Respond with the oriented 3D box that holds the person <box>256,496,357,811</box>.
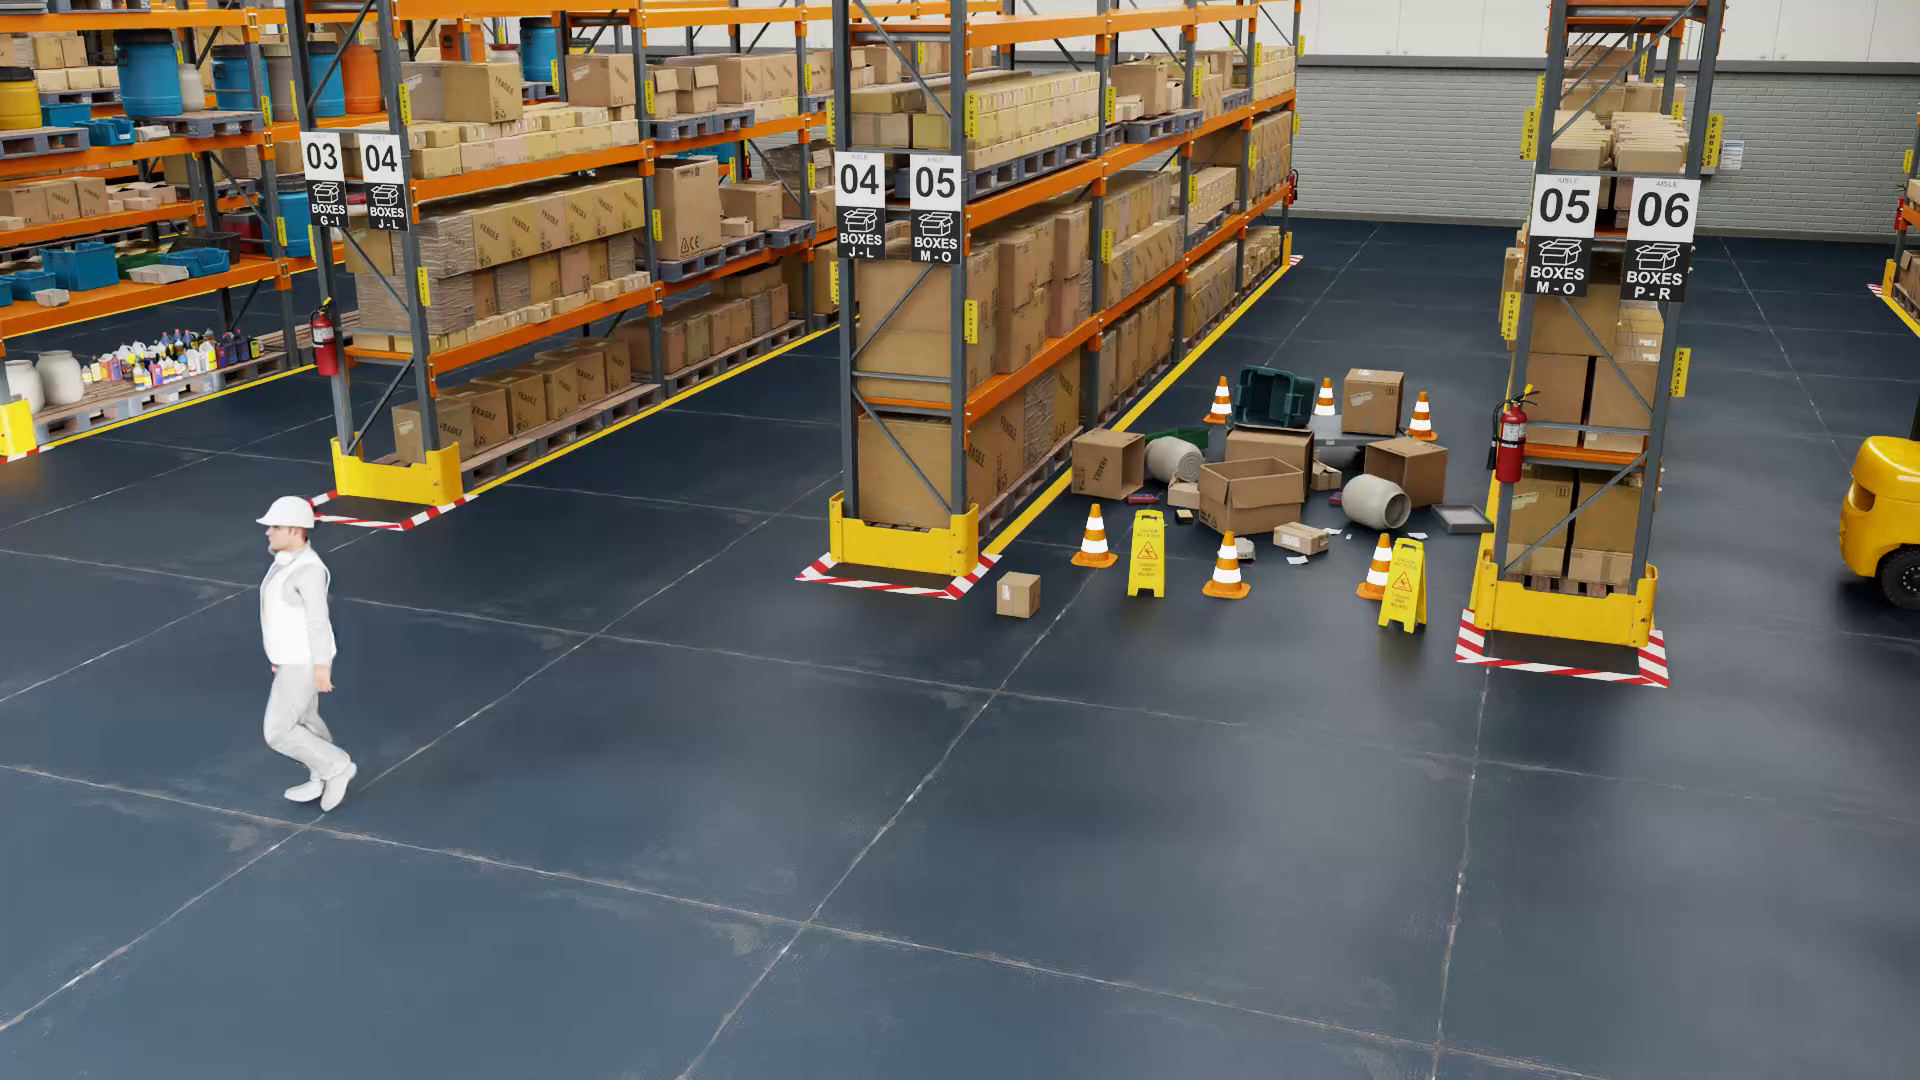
[{"bbox_3d":[-3.628,0.632,9.067,0.453,1.774,0.546,-11,21,-29],"label":"person"}]
